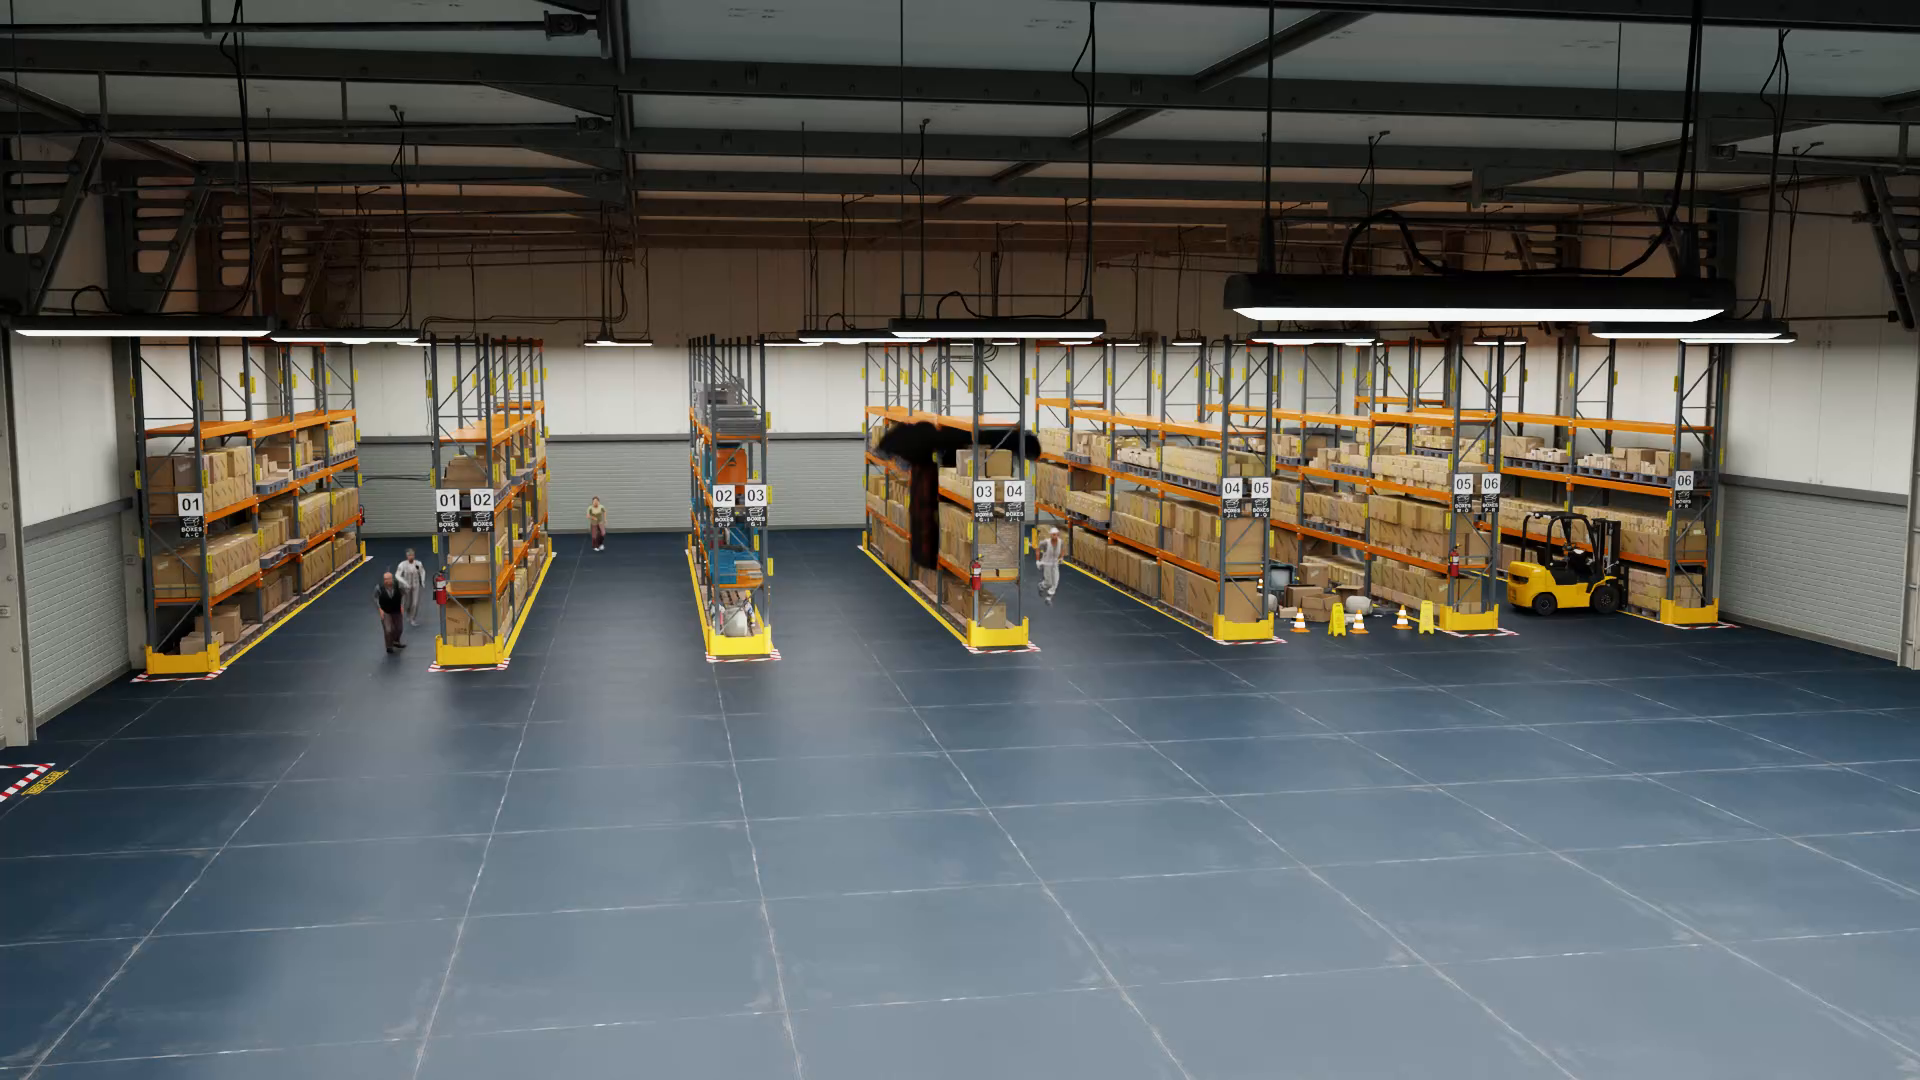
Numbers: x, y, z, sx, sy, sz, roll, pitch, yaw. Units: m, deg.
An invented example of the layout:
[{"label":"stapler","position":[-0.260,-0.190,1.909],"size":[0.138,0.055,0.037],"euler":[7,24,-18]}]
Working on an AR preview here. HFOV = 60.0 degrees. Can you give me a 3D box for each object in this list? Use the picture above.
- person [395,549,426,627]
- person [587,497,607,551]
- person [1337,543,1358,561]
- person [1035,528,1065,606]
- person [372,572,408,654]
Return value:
[{"label":"person","position":[-11.419,0.966,34.590],"size":[0.609,1.640,0.716],"euler":[-2,7,-20]},{"label":"person","position":[-10.291,-0.449,47.129],"size":[0.591,1.568,0.820],"euler":[-3,7,-21]},{"label":"person","position":[10.306,-0.167,44.494],"size":[0.593,1.640,0.947],"euler":[-2,7,-20]},{"label":"person","position":[1.966,0.565,36.301],"size":[0.640,1.711,0.758],"euler":[-4,8,-30]},{"label":"person","position":[-10.758,1.349,31.420],"size":[0.698,1.582,0.838],"euler":[-5,8,-37]}]
